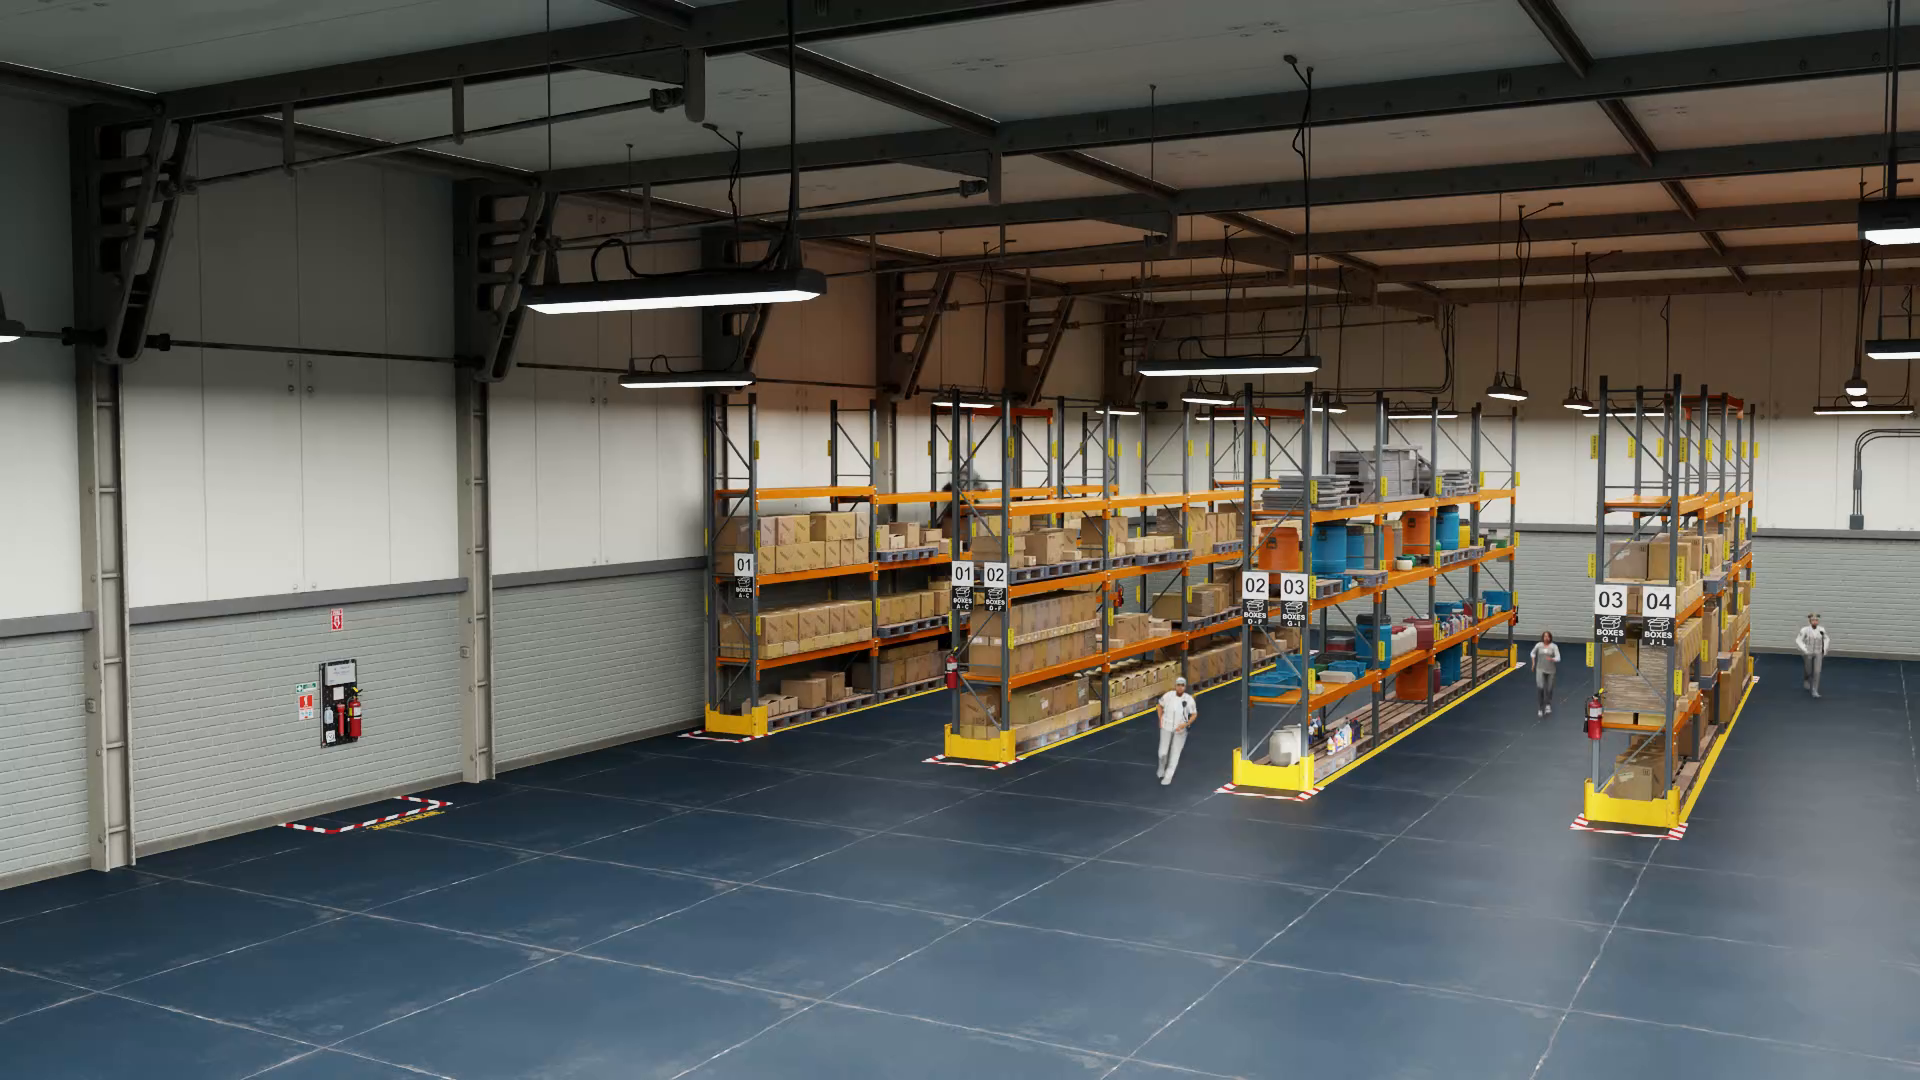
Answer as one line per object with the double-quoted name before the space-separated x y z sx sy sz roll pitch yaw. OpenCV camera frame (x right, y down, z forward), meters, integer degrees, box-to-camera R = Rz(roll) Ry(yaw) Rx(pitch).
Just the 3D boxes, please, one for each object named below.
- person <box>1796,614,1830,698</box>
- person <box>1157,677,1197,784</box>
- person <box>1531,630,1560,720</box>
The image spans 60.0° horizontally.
"person" 17.438 2.335 34.008 0.632 1.699 0.831 1 3 20
"person" 3.241 2.868 24.921 0.616 1.614 0.468 1 3 13
"person" 10.970 2.511 31.158 0.514 1.639 0.743 1 3 18
